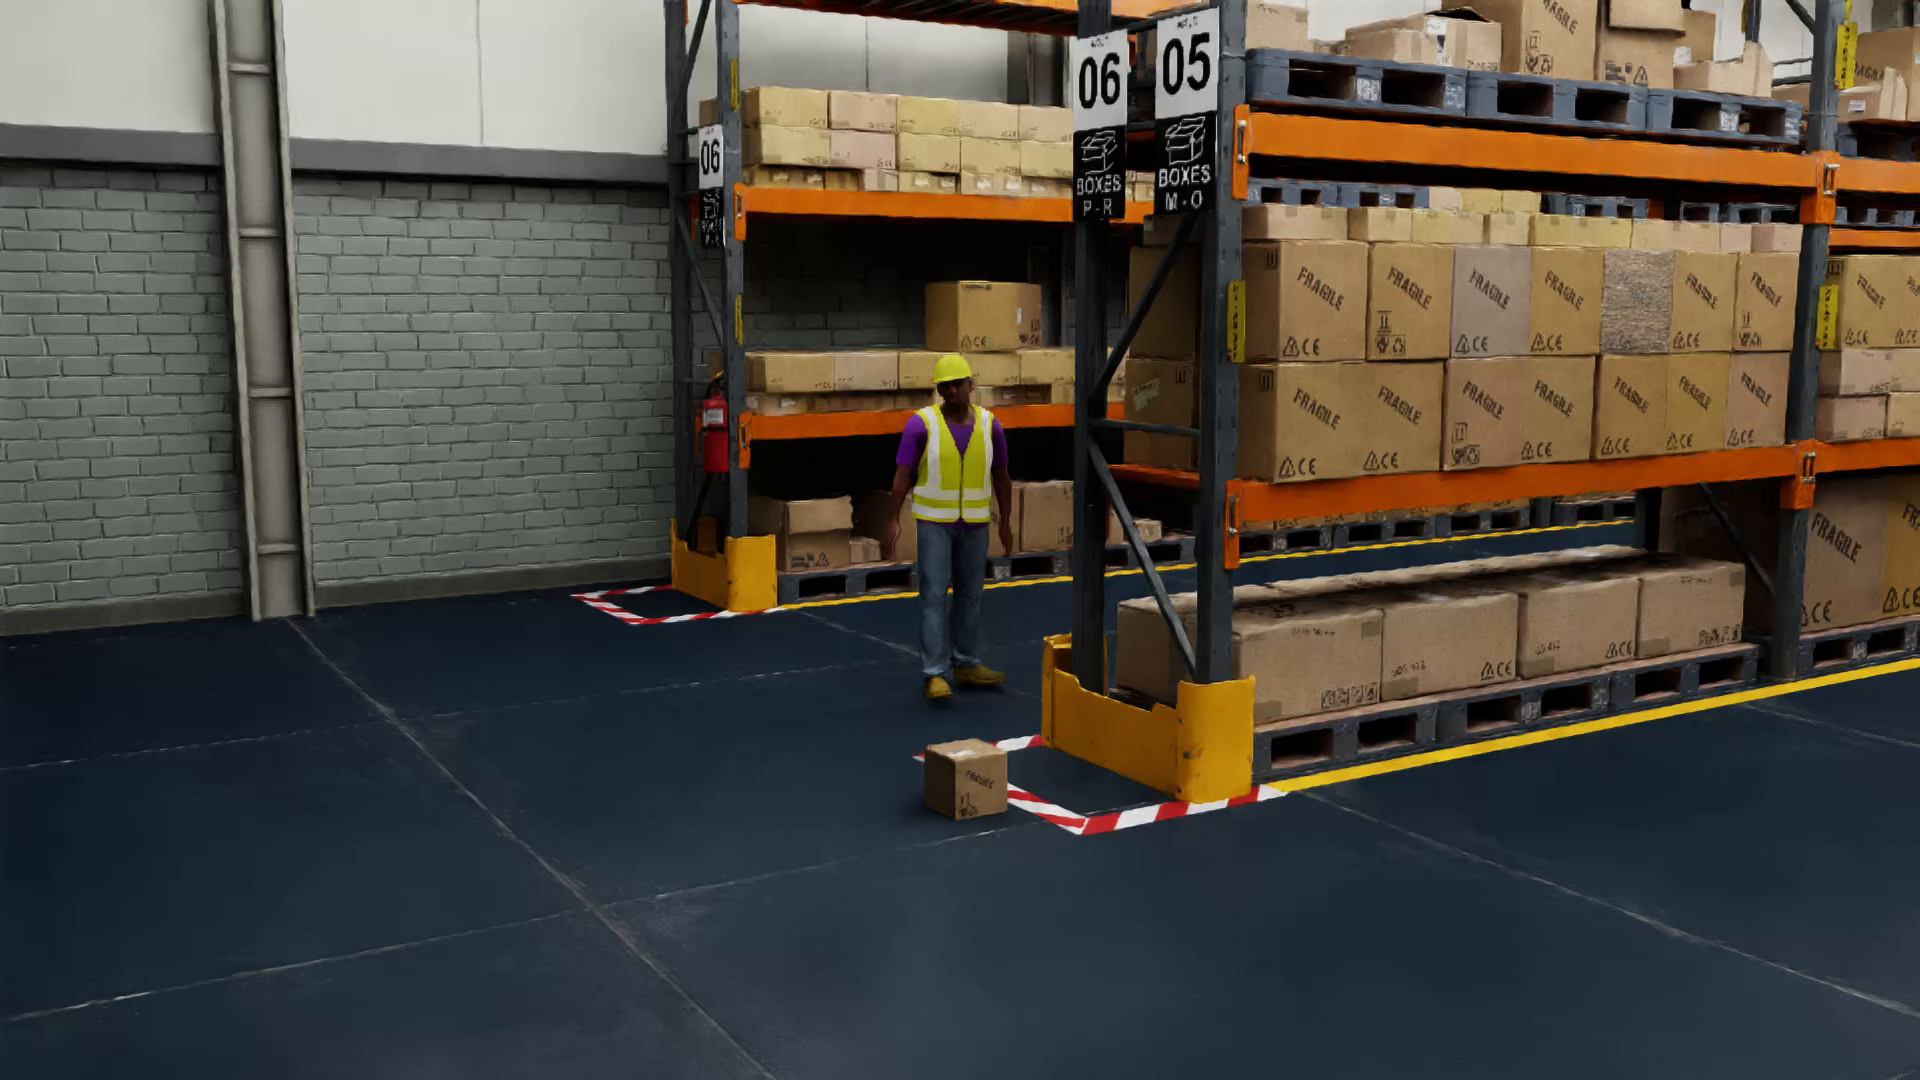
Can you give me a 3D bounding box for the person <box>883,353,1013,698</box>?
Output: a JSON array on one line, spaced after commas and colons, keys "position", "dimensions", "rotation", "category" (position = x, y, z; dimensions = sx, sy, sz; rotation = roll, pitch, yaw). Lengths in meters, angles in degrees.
[{"position": [-0.047, -0.077, 8.609], "dimensions": [0.700, 1.763, 0.580], "rotation": [-3, 9, -20], "category": "person"}]
